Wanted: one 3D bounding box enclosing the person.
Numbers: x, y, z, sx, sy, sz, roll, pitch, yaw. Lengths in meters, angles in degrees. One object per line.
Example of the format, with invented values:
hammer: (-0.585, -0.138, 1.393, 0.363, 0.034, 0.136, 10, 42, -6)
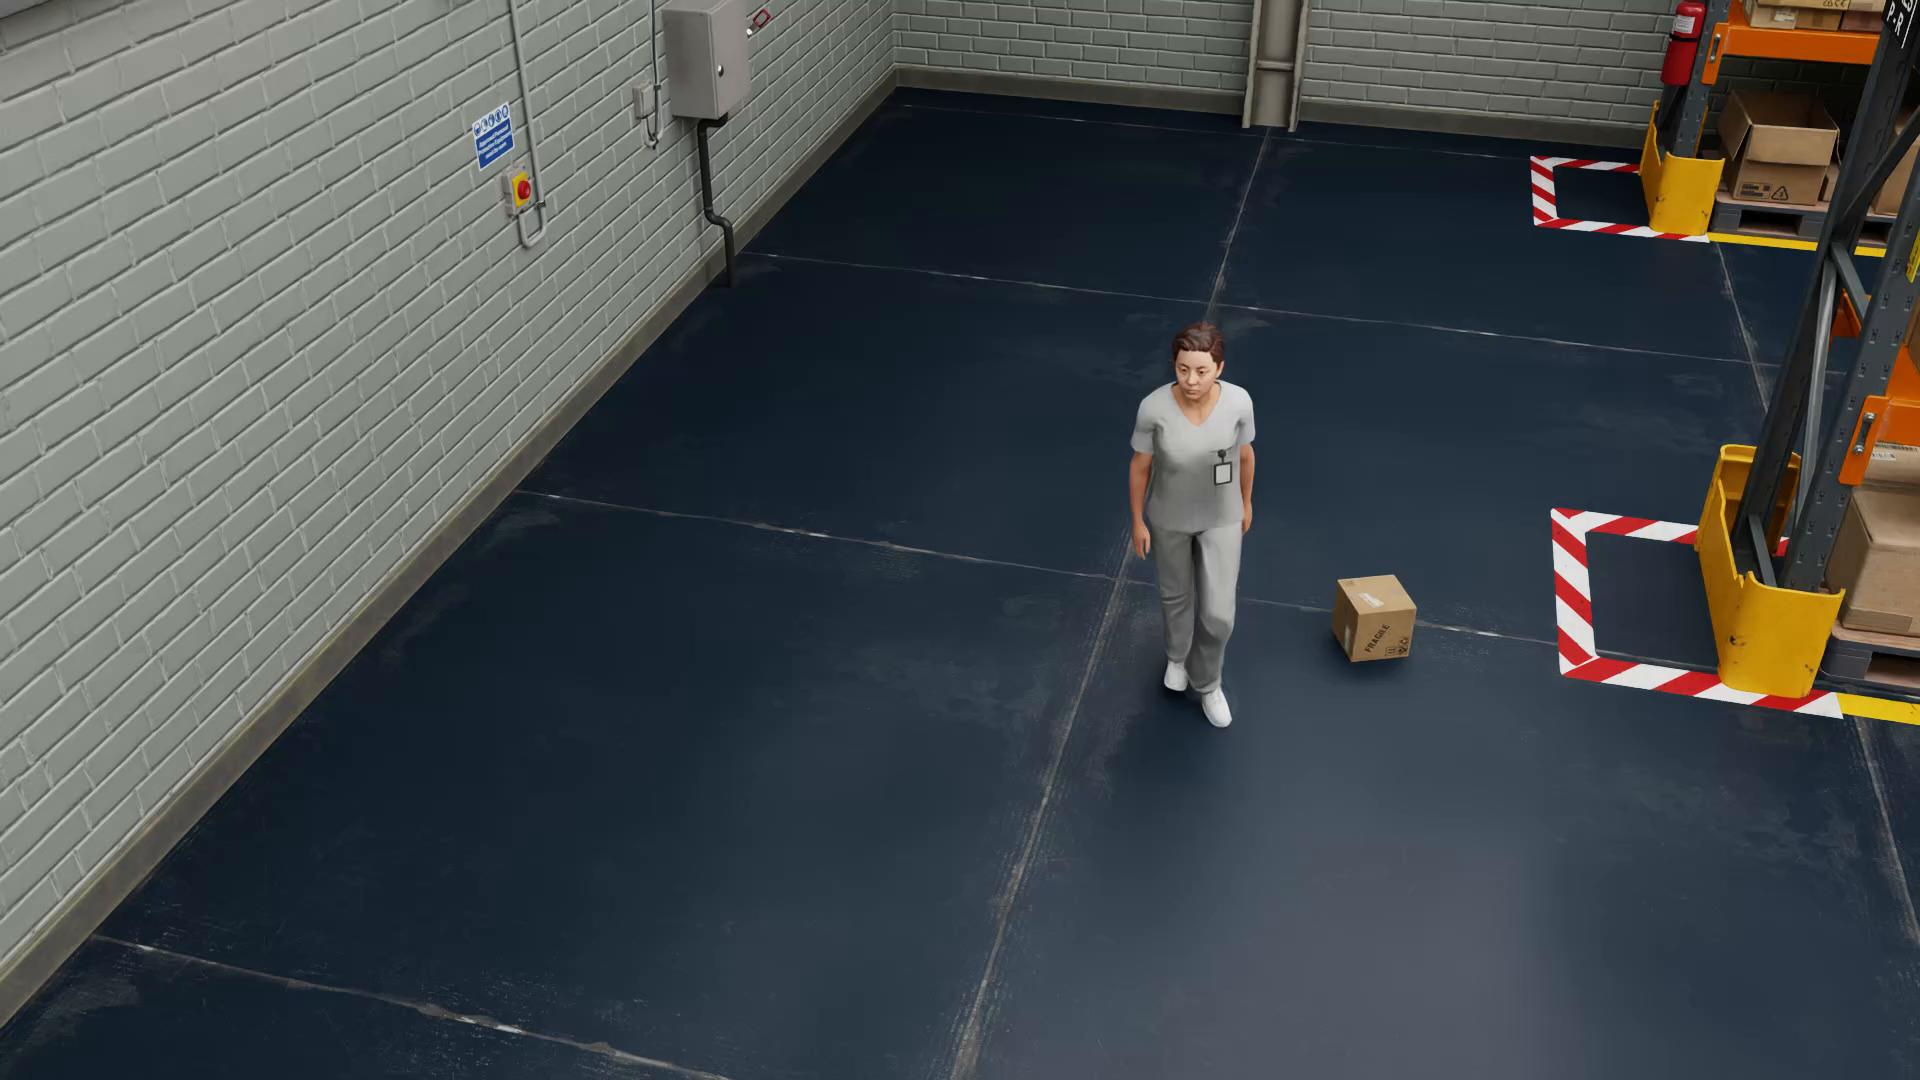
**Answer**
person: (0.862, -0.080, 6.259, 0.473, 1.674, 0.533, 5, 33, 8)
